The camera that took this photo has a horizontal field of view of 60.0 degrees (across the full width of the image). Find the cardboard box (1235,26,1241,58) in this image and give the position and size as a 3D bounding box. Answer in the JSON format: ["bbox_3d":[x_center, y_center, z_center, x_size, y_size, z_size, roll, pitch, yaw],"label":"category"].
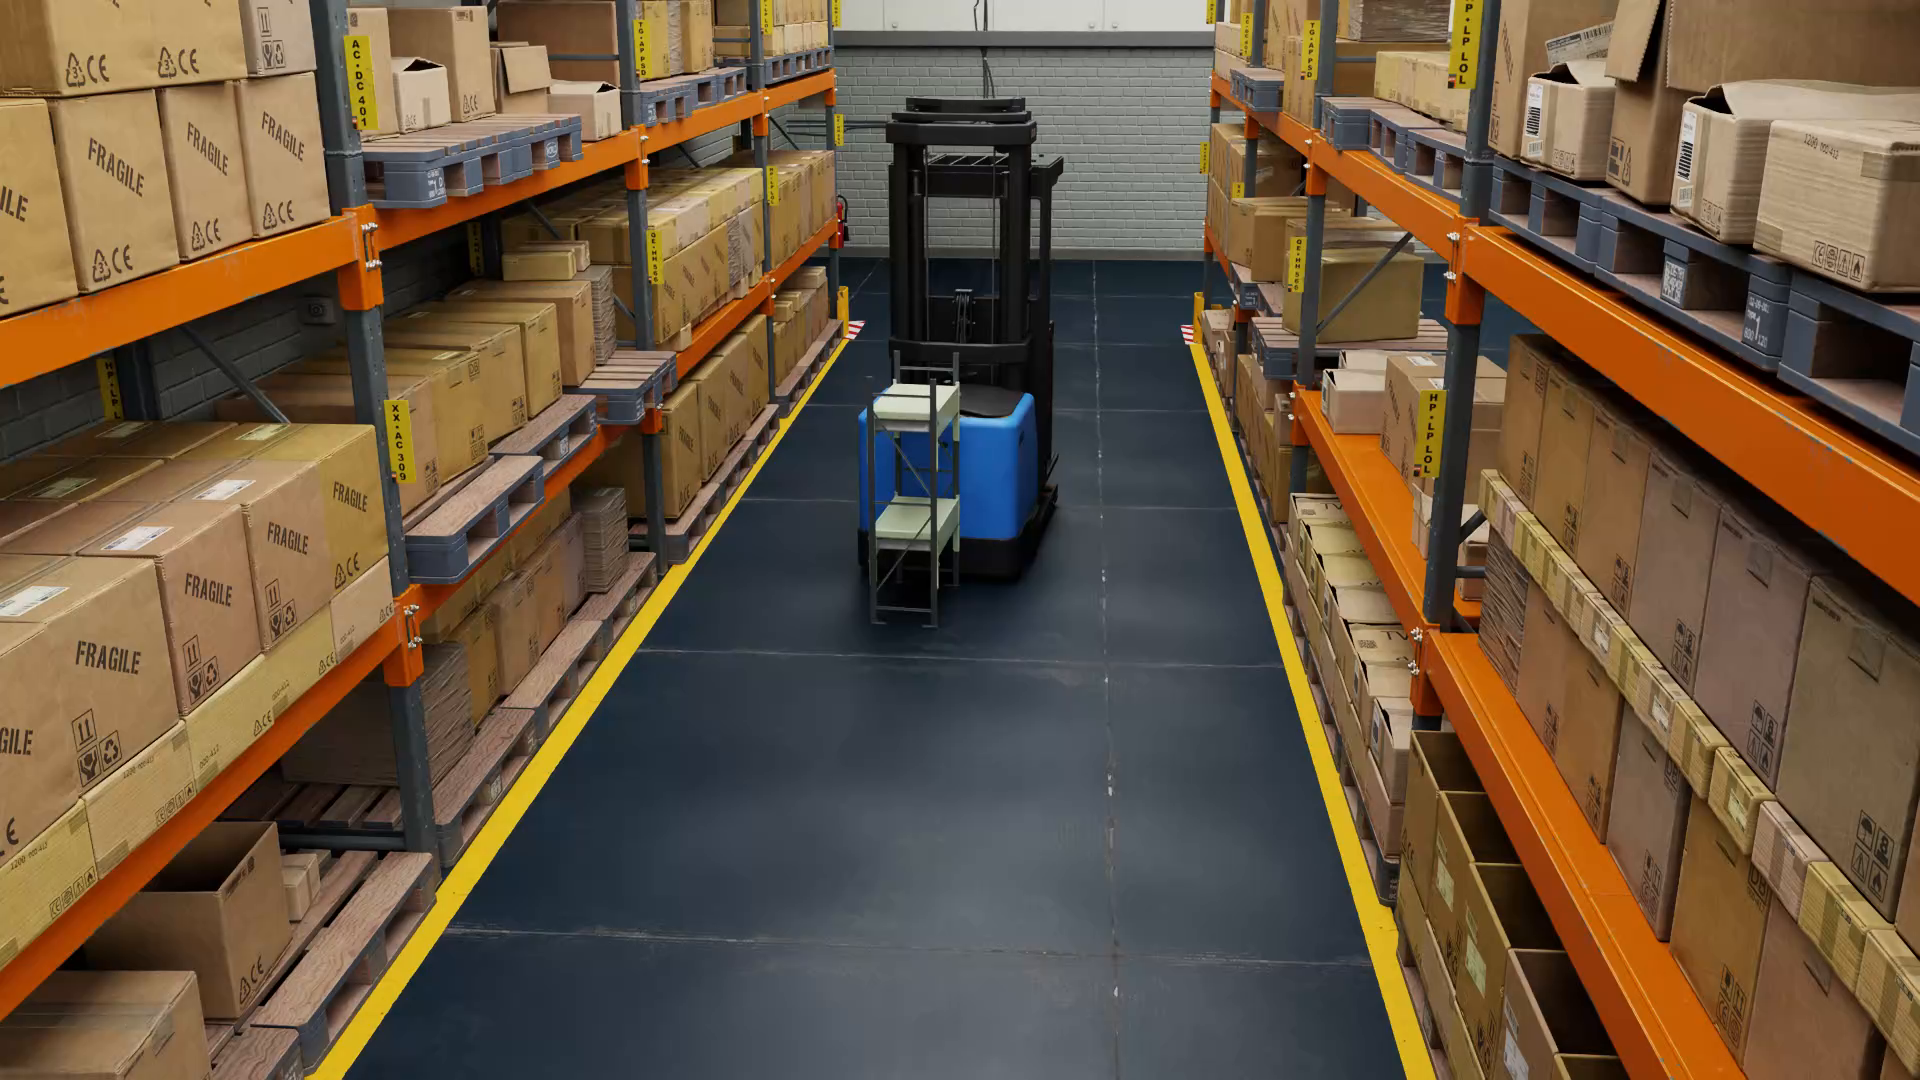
[{"bbox_3d":[2.631,-4.253,14.205,0.500,0.250,0.500,1,18,4],"label":"cardboard box"}]

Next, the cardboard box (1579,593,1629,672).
[{"bbox_3d":[1.954,0.260,4.611,0.380,0.149,0.250,1,18,2],"label":"cardboard box"}]

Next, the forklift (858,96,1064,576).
[{"bbox_3d":[0.110,-1.584,11.552,1.130,2.935,3.031,3,18,10],"label":"forklift"}]

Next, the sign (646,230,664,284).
[{"bbox_3d":[-1.858,-1.719,10.120,0.100,0.325,0.005,1,18,4],"label":"sign"}]

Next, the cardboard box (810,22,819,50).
[{"bbox_3d":[-1.650,-4.907,16.169,0.500,0.250,0.500,1,18,2],"label":"cardboard box"}]

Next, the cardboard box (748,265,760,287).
[{"bbox_3d":[-1.849,-2.158,13.563,0.380,0.149,0.250,2,18,5],"label":"cardboard box"}]

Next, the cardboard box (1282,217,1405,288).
[{"bbox_3d":[2.763,-2.046,12.014,0.700,0.500,0.500,-3,18,-10],"label":"cardboard box"}]

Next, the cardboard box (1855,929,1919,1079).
[{"bbox_3d":[1.823,0.818,2.906,0.380,0.149,0.250,2,18,5],"label":"cardboard box"}]

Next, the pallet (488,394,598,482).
[{"bbox_3d":[-2.501,-0.509,8.467,1.003,0.211,1.213,1,18,4],"label":"pallet"}]

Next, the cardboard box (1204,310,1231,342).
[{"bbox_3d":[2.757,-2.176,16.955,0.500,0.250,0.500,1,18,4],"label":"cardboard box"}]

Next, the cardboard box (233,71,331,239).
[{"bbox_3d":[-2.476,-1.293,5.541,0.500,0.500,0.500,2,18,5],"label":"cardboard box"}]

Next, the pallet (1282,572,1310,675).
[{"bbox_3d":[2.444,0.473,9.639,1.003,0.211,1.213,1,18,4],"label":"pallet"}]

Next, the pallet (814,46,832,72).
[{"bbox_3d":[-1.869,-4.853,16.742,1.003,0.211,1.213,1,18,4],"label":"pallet"}]

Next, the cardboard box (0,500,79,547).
[{"bbox_3d":[-3.011,0.188,5.035,0.500,0.500,0.500,2,18,5],"label":"cardboard box"}]

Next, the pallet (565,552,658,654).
[{"bbox_3d":[-2.457,0.352,10.010,1.003,0.211,1.213,1,18,4],"label":"pallet"}]

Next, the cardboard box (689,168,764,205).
[{"bbox_3d":[-1.891,-2.862,13.466,0.500,0.250,0.500,2,18,5],"label":"cardboard box"}]

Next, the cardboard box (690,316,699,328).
[{"bbox_3d":[-2.081,-1.603,11.870,0.380,0.149,0.250,2,18,5],"label":"cardboard box"}]

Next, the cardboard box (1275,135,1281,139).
[{"bbox_3d":[3.290,-3.651,15.983,0.500,0.500,0.500,2,18,5],"label":"cardboard box"}]

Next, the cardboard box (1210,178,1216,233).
[{"bbox_3d":[2.789,-3.346,16.658,0.500,0.500,0.500,1,18,3],"label":"cardboard box"}]

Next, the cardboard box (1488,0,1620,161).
[{"bbox_3d":[1.956,-1.453,5.162,0.500,0.500,0.500,3,18,8],"label":"cardboard box"}]

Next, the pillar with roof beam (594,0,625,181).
[{"bbox_3d":[1.368,-5.450,13.603,9.100,9.000,0.400,1,18,4],"label":"pillar with roof beam"}]

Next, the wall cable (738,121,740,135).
[{"bbox_3d":[-2.678,-4.602,19.019,0.084,1.984,1.851,1,18,4],"label":"wall cable"}]

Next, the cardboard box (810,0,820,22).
[{"bbox_3d":[-1.653,-5.269,16.072,0.500,0.500,0.500,2,18,6],"label":"cardboard box"}]

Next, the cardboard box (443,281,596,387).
[{"bbox_3d":[-2.436,-1.152,9.255,0.700,0.500,0.500,0,18,-1],"label":"cardboard box"}]

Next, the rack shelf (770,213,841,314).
[{"bbox_3d":[-1.970,-2.737,16.115,1.077,0.370,4.000,1,18,4],"label":"rack shelf"}]

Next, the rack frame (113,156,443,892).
[{"bbox_3d":[-2.686,0.026,6.525,1.000,3.000,0.127,1,18,4],"label":"rack frame"}]

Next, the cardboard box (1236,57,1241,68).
[{"bbox_3d":[2.644,-4.015,14.282,0.500,0.250,0.500,1,18,4],"label":"cardboard box"}]

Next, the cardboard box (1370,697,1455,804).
[{"bbox_3d":[1.998,0.844,6.870,0.500,0.311,0.500,1,18,4],"label":"cardboard box"}]

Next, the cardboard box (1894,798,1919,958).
[{"bbox_3d":[2.018,0.553,2.674,0.700,0.500,0.500,1,18,4],"label":"cardboard box"}]

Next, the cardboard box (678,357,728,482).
[{"bbox_3d":[-2.147,-0.891,12.104,0.750,0.750,0.750,1,18,4],"label":"cardboard box"}]

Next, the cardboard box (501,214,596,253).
[{"bbox_3d":[-2.626,-1.917,10.582,0.500,0.250,0.500,2,18,5],"label":"cardboard box"}]

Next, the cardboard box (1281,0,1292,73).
[{"bbox_3d":[2.693,-3.706,12.103,0.600,0.600,0.600,1,18,3],"label":"cardboard box"}]

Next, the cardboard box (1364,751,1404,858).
[{"bbox_3d":[1.995,1.108,6.967,0.500,0.250,0.500,1,18,3],"label":"cardboard box"}]

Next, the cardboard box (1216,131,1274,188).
[{"bbox_3d":[2.749,-3.664,16.021,0.500,0.500,0.500,2,18,5],"label":"cardboard box"}]

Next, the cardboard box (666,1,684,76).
[{"bbox_3d":[-2.361,-3.541,11.728,0.700,0.500,0.500,1,18,4],"label":"cardboard box"}]

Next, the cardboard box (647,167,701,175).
[{"bbox_3d":[-2.406,-2.876,13.508,0.500,0.250,0.500,2,18,6],"label":"cardboard box"}]

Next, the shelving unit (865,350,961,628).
[{"bbox_3d":[-0.268,-0.317,9.982,0.431,1.500,0.755,3,18,10],"label":"shelving unit"}]

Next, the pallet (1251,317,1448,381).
[{"bbox_3d":[2.520,-1.227,10.660,1.213,0.211,1.003,1,18,4],"label":"pallet"}]

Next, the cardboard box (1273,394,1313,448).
[{"bbox_3d":[2.374,-0.797,11.143,0.500,0.250,0.500,2,18,6],"label":"cardboard box"}]

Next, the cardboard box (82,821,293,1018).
[{"bbox_3d":[-2.721,1.328,5.859,0.500,0.500,0.500,0,18,0],"label":"cardboard box"}]

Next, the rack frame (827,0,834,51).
[{"bbox_3d":[-1.826,-6.551,16.965,1.000,3.000,0.127,1,18,4],"label":"rack frame"}]

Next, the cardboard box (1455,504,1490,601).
[{"bbox_3d":[2.246,0.053,6.684,0.500,0.250,0.500,2,18,7],"label":"cardboard box"}]

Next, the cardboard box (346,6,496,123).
[{"bbox_3d":[-2.479,-2.197,7.659,0.500,0.500,0.500,1,18,2],"label":"cardboard box"}]

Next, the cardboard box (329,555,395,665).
[{"bbox_3d":[-2.418,0.242,6.076,0.500,0.250,0.500,1,18,4],"label":"cardboard box"}]

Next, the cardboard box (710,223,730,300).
[{"bbox_3d":[-1.997,-2.038,12.154,0.500,0.500,0.500,2,18,5],"label":"cardboard box"}]

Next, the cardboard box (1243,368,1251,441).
[{"bbox_3d":[2.523,-1.059,13.146,0.500,0.500,0.500,2,18,5],"label":"cardboard box"}]

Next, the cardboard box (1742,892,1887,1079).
[{"bbox_3d":[2.047,1.023,3.324,0.700,0.500,0.500,2,18,5],"label":"cardboard box"}]

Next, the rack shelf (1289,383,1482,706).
[{"bbox_3d":[2.398,-0.143,8.199,1.077,0.370,4.000,1,18,4],"label":"rack shelf"}]

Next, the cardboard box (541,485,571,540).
[{"bbox_3d":[-2.503,-0.193,9.298,0.500,0.250,0.500,2,18,5],"label":"cardboard box"}]

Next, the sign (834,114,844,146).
[{"bbox_3d":[-1.286,-4.347,17.632,0.100,0.325,0.005,1,18,4],"label":"sign"}]

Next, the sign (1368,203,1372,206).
[{"bbox_3d":[3.382,-2.888,13.559,0.100,0.325,0.005,1,18,4],"label":"sign"}]

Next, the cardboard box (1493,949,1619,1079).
[{"bbox_3d":[1.804,1.490,4.597,0.500,0.500,0.500,1,18,4],"label":"cardboard box"}]

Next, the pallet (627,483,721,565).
[{"bbox_3d":[-2.268,-0.134,11.493,1.003,0.211,1.213,1,18,4],"label":"pallet"}]
